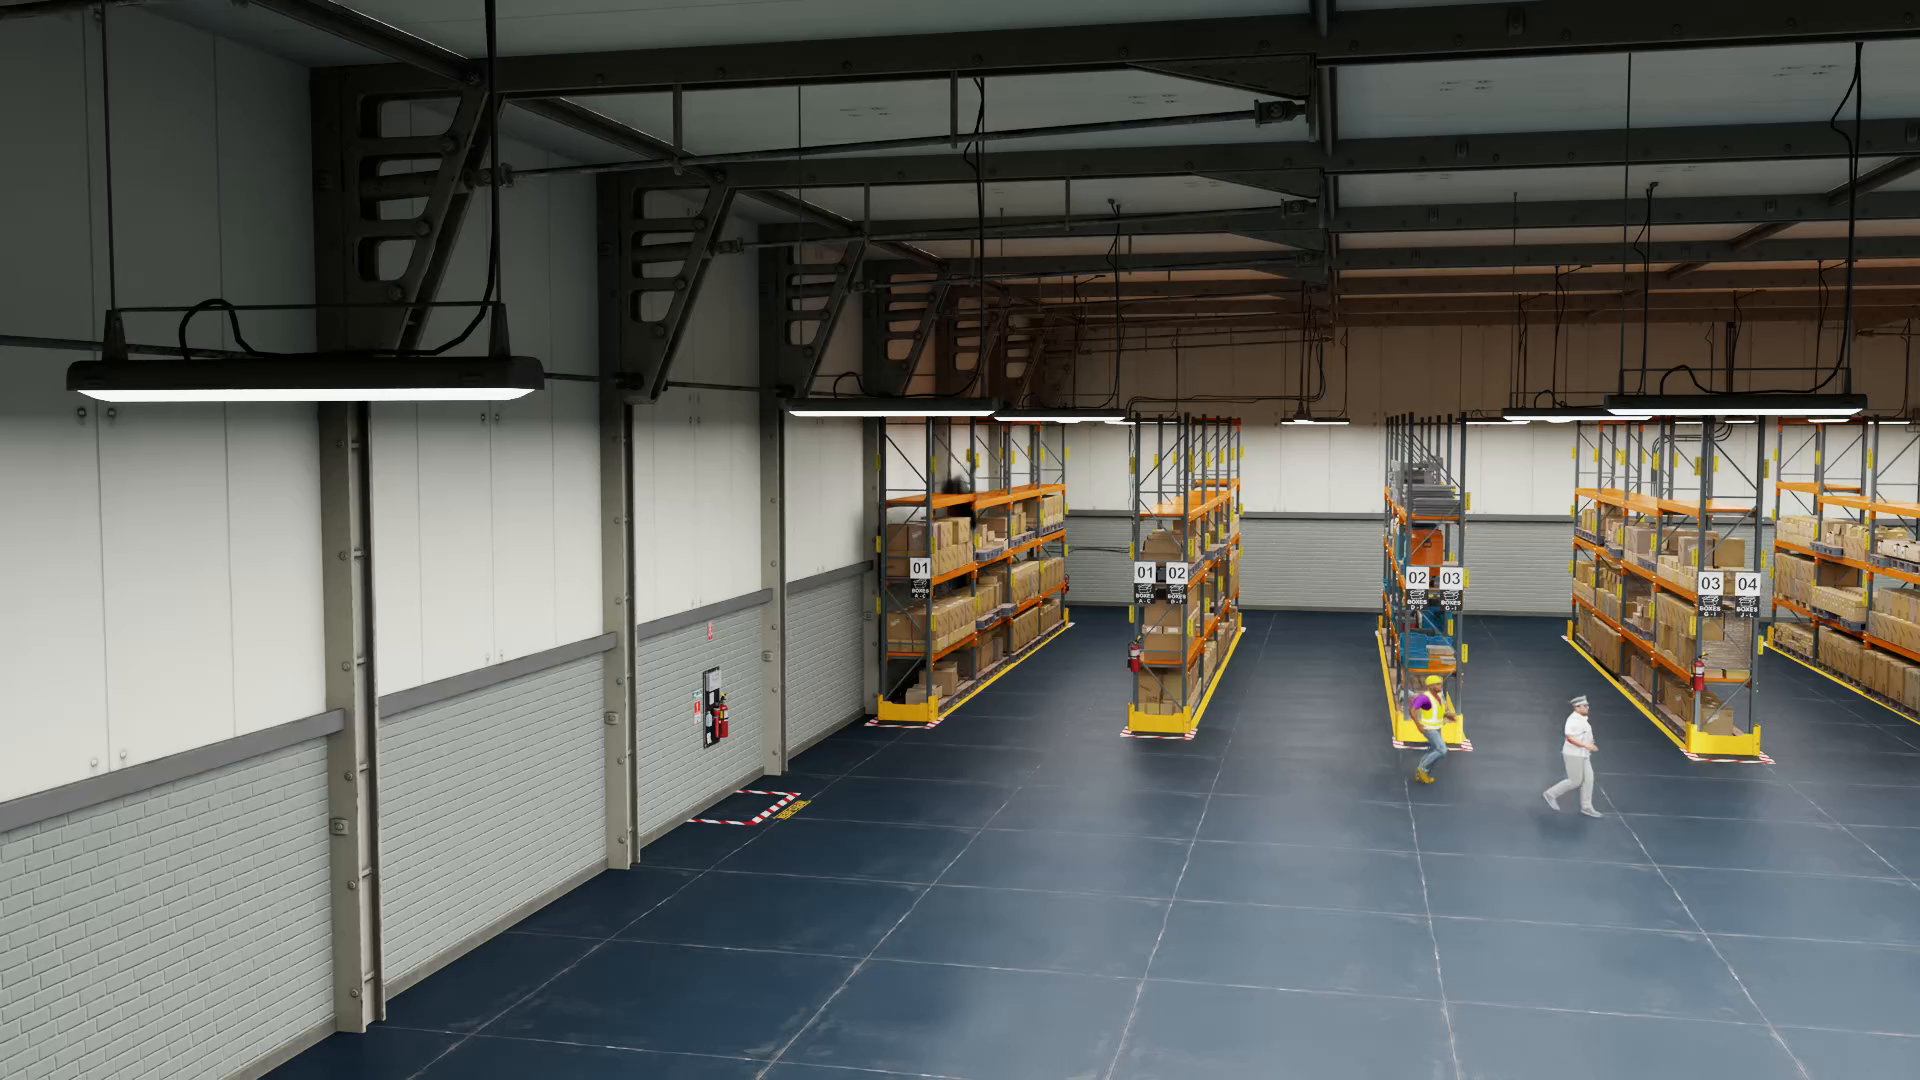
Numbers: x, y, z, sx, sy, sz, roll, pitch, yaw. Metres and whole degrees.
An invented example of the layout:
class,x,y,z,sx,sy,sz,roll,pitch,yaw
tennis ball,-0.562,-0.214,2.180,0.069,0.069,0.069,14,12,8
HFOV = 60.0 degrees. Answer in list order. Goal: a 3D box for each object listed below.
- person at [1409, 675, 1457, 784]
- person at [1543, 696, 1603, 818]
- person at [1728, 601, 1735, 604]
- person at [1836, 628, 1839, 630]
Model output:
class,x,y,z,sx,sy,sz,roll,pitch,yaw
person,7.624,3.040,26.718,0.633,1.738,0.700,3,5,37
person,9.092,3.179,24.594,0.839,1.794,0.687,3,5,34
person,20.240,1.968,44.322,0.758,1.522,0.650,-3,5,-38
person,23.340,1.876,44.092,0.660,1.735,0.823,-1,4,-13
